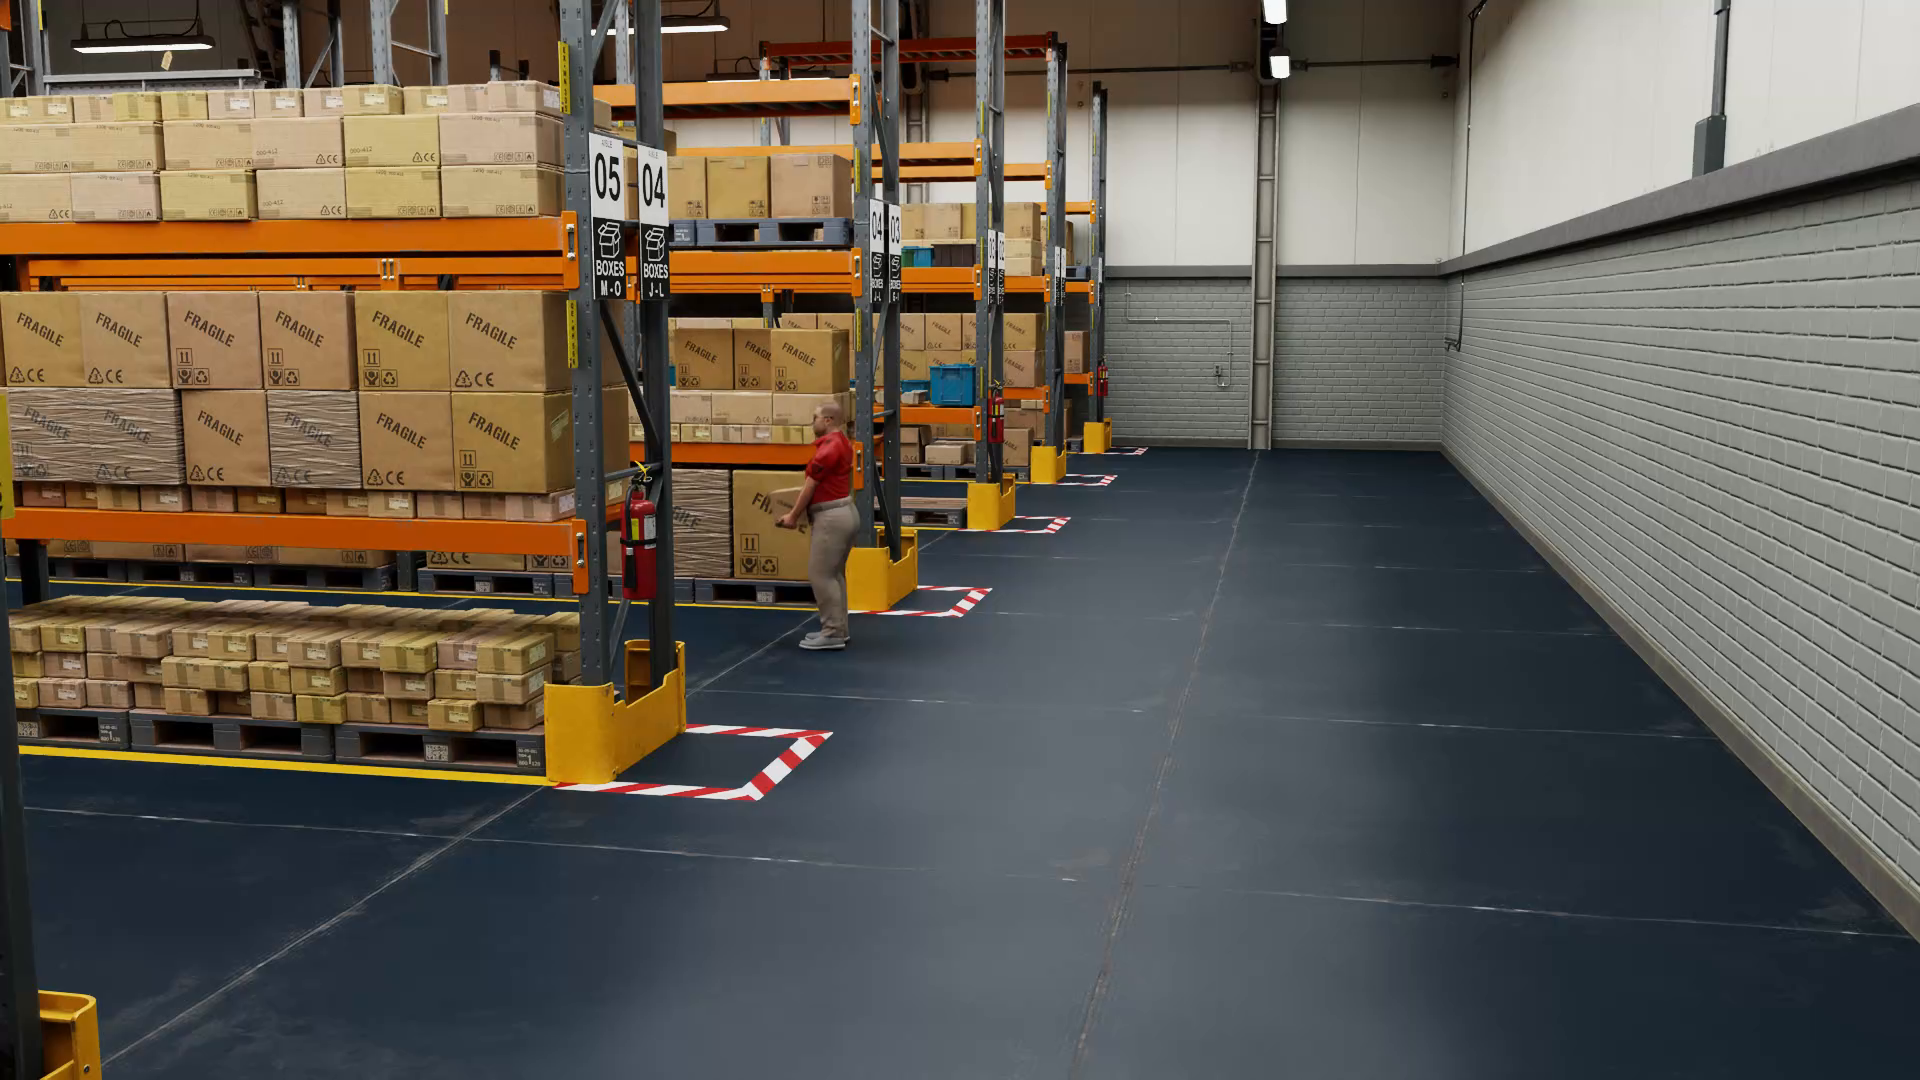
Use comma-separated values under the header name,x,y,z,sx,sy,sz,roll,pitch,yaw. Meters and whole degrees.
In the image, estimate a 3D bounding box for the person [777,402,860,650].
name,x,y,z,sx,sy,sz,roll,pitch,yaw
person,-0.990,-0.104,11.661,0.541,1.726,0.490,1,8,10
